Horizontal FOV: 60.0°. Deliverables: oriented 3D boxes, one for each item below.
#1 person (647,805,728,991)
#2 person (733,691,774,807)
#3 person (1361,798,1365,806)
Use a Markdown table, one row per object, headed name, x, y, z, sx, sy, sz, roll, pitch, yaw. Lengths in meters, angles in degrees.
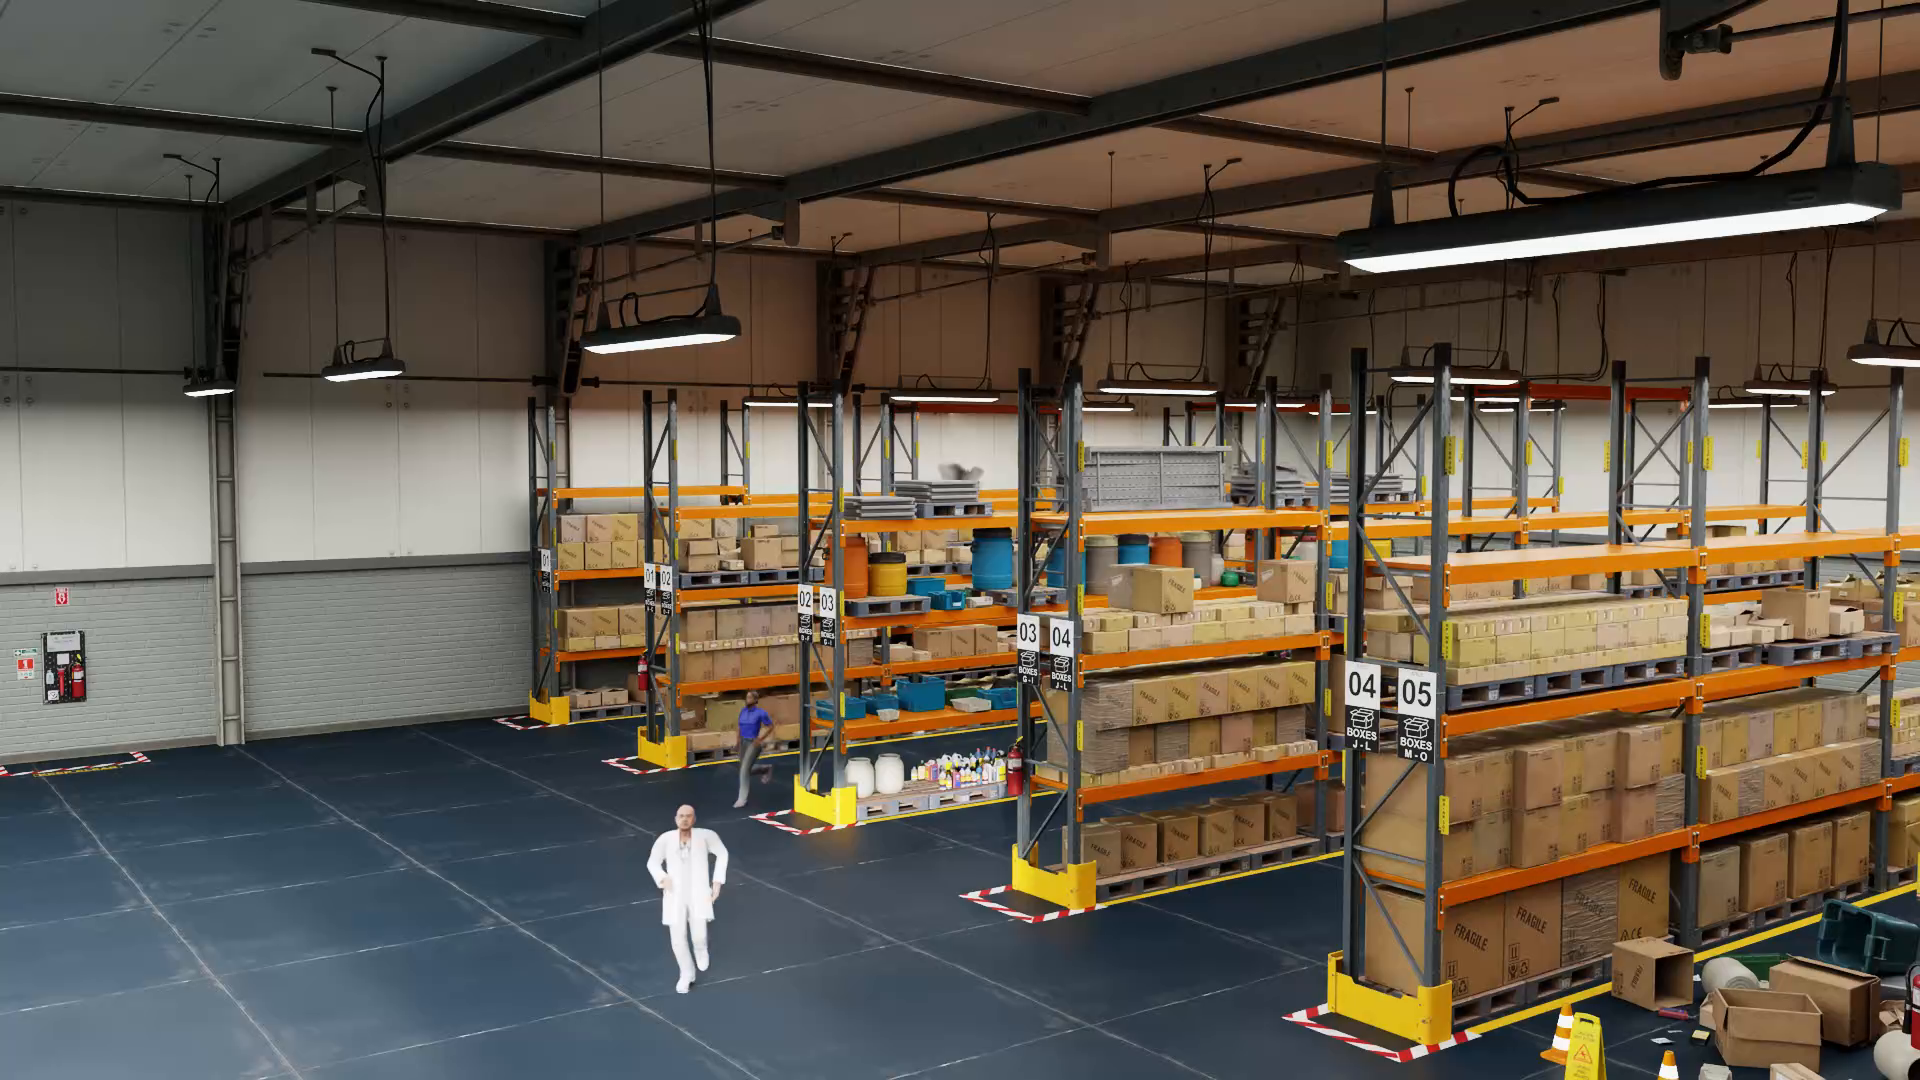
| name | x | y | z | sx | sy | sz | roll | pitch | yaw |
| --- | --- | --- | --- | --- | --- | --- | --- | --- | --- |
| person | -2.577 | 3.370 | 15.710 | 0.755 | 1.744 | 0.647 | 0 | 3 | -5 |
| person | -2.964 | 2.976 | 23.873 | 0.568 | 1.623 | 0.870 | 3 | 4 | 38 |
| person | 4.597 | 3.217 | 17.778 | 0.712 | 1.744 | 0.961 | 3 | 5 | 43 |
